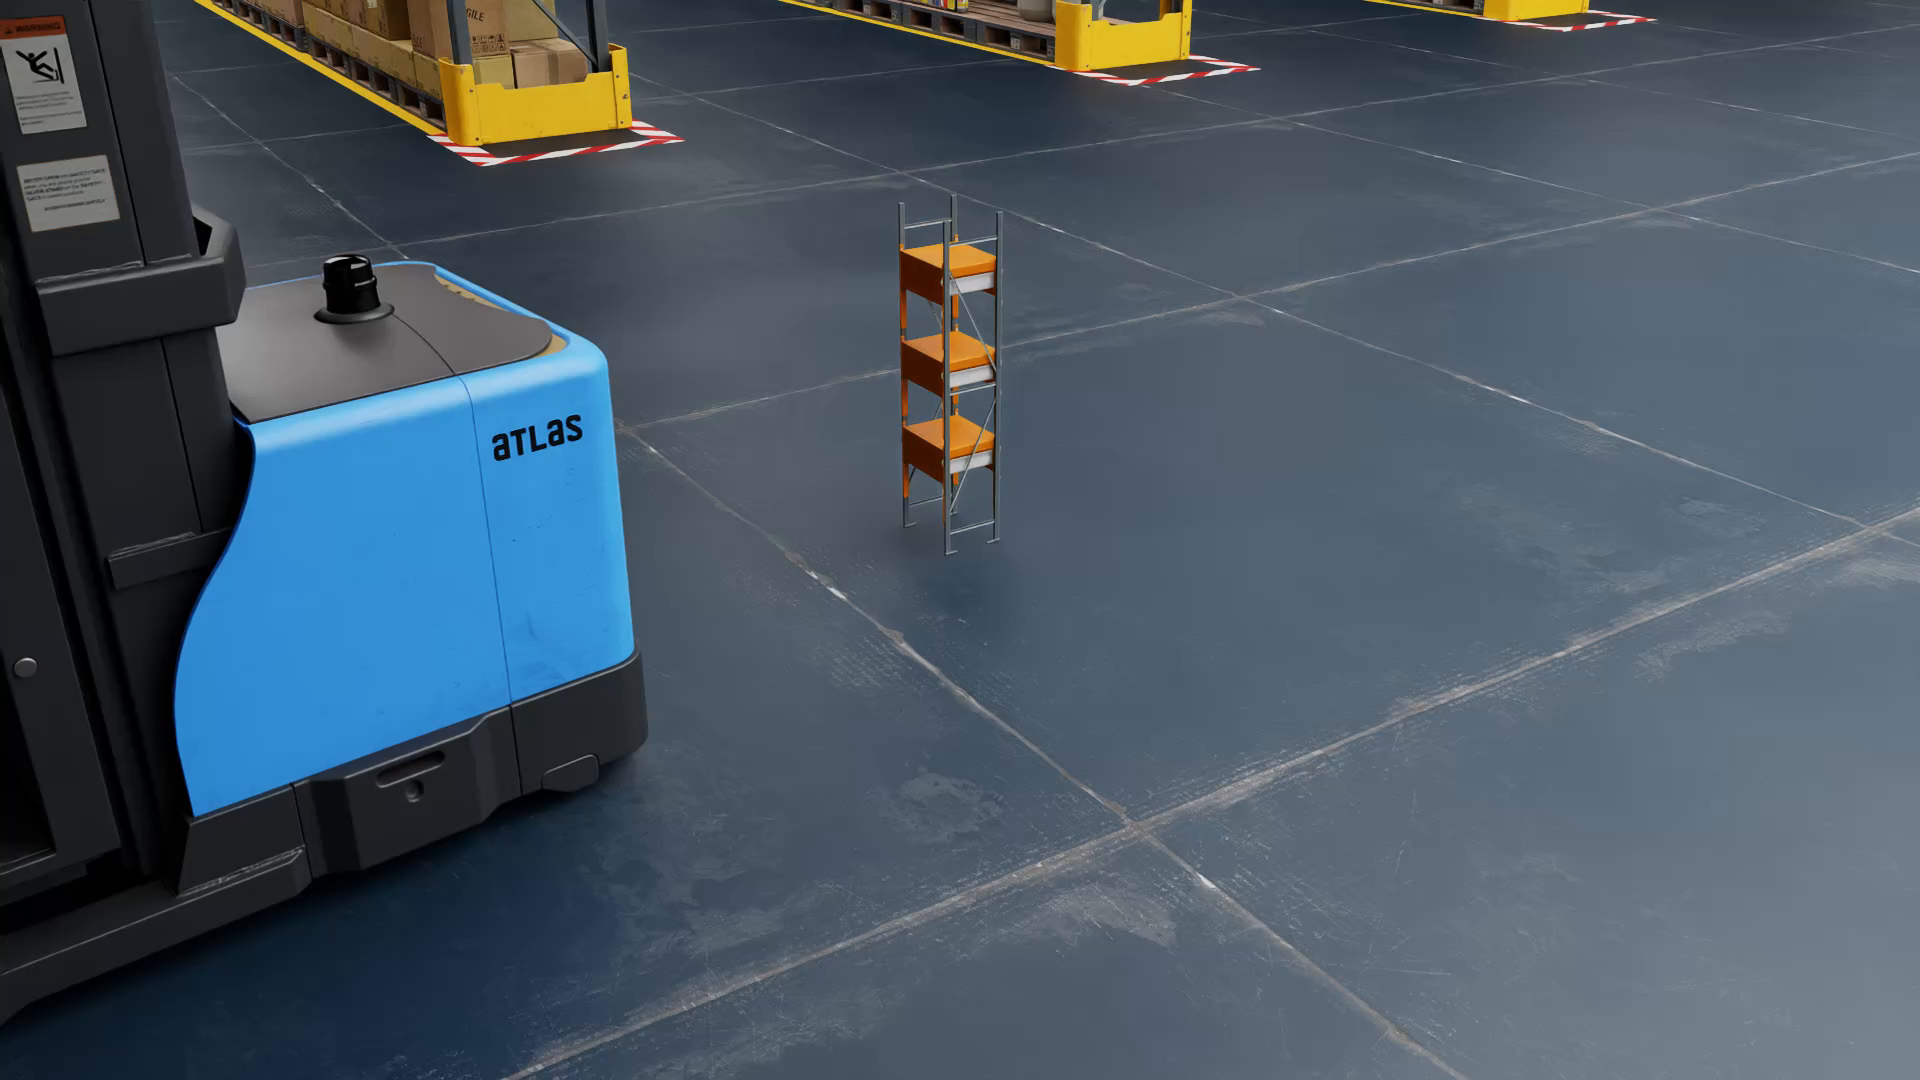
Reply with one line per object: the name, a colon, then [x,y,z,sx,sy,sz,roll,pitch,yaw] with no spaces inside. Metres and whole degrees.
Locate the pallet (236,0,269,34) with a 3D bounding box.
pallet: [-6.047,-4.906,15.395,1.003,0.211,1.213,-16,29,-30]

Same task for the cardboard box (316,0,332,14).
cardboard box: [-4.672,-4.346,12.792,0.500,0.500,0.500,-16,29,-30]

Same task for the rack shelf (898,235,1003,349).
rack shelf: [-0.029,-0.741,4.950,0.215,0.259,0.240,-16,29,-30]

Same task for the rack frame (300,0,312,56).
rack frame: [-4.942,-5.476,13.336,1.000,3.000,0.127,-16,29,-30]

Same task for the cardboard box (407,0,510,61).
cardboard box: [-3.301,-3.453,10.902,0.500,0.500,0.500,-16,29,-30]

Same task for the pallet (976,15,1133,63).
pallet: [0.874,-4.245,13.995,1.003,0.211,1.213,-16,29,-30]

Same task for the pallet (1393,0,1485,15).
pallet: [5.088,-5.417,16.479,1.003,0.211,1.213,-16,29,-30]

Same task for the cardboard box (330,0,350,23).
cardboard box: [-4.406,-4.165,12.410,0.500,0.500,0.500,-16,29,-30]

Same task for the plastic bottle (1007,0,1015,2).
plastic bottle: [0.478,-5.007,15.023,0.097,0.271,0.097,0,25,0]

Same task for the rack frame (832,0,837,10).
rack frame: [-0.790,-6.629,15.778,1.000,3.000,0.127,-16,29,-30]

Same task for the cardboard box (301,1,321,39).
cardboard box: [-4.943,-4.186,13.332,0.500,0.250,0.500,-16,29,-30]

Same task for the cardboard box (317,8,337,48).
cardboard box: [-4.675,-4.006,12.951,0.500,0.250,0.500,-16,29,-30]

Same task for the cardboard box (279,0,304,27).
cardboard box: [-5.412,-4.503,14.004,0.500,0.250,0.500,-16,30,-30]

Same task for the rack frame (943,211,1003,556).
rack frame: [0.037,-0.450,4.974,0.200,1.050,0.008,-16,29,-30]

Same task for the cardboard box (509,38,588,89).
cardboard box: [-2.865,-3.235,11.319,0.500,0.250,0.500,-16,29,-30]

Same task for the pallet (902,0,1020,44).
pallet: [0.212,-4.681,14.919,1.003,0.211,1.213,-16,29,-30]

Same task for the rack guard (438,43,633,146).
rack guard: [-2.746,-2.906,10.821,1.175,0.500,0.348,-16,29,-30]

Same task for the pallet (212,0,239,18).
pallet: [-6.709,-5.342,16.319,1.003,0.211,1.213,-16,29,-30]

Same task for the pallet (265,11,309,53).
pallet: [-5.377,-4.469,14.470,1.003,0.211,1.213,-16,29,-30]

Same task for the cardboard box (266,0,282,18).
cardboard box: [-5.686,-4.684,14.388,0.500,0.250,0.500,-16,30,-30]

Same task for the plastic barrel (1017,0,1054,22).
plastic barrel: [0.697,-4.660,14.030,0.421,0.512,0.421,0,25,0]

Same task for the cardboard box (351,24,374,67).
cardboard box: [-4.128,-3.648,12.194,0.500,0.250,0.500,-16,29,-30]

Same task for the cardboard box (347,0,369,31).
cardboard box: [-4.131,-3.987,12.032,0.500,0.500,0.500,-16,29,-30]

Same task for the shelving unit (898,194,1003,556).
shelving unit: [-0.029,-0.494,5.066,0.215,1.050,0.252,-16,29,-30]

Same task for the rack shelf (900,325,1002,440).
rack shelf: [-0.029,-0.484,5.071,0.215,0.259,0.240,-16,29,-30]

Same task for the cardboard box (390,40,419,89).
cardboard box: [-3.582,-3.291,11.436,0.500,0.250,0.500,-16,29,-30]

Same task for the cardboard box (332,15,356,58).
cardboard box: [-4.406,-3.826,12.569,0.500,0.250,0.500,-16,29,-30]

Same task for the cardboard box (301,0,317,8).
cardboard box: [-4.952,-4.523,13.167,0.500,0.500,0.500,-16,29,-30]

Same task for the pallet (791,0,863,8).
pallet: [-1.251,-5.640,16.949,1.003,0.211,1.213,-16,29,-30]

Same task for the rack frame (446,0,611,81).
rack frame: [-2.759,-4.045,10.305,1.000,3.000,0.127,-16,29,-30]

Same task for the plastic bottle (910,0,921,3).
plastic bottle: [-0.362,-5.025,14.968,0.144,0.351,0.185,-16,30,-30]

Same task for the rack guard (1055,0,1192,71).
rack guard: [1.313,-4.084,13.316,1.175,0.500,0.348,-16,29,-30]

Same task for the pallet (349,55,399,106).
pallet: [-3.873,-3.484,12.383,1.003,0.211,1.213,-16,29,-30]

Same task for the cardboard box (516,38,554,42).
cardboard box: [-3.141,-3.413,11.696,0.500,0.250,0.500,-16,29,-30]

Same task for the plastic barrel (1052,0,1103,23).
plastic barrel: [0.970,-4.481,13.650,0.421,0.512,0.421,0,25,0]

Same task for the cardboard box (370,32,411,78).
cardboard box: [-3.857,-3.469,11.814,0.500,0.250,0.500,-16,29,-30]

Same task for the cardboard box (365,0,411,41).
cardboard box: [-3.859,-3.808,11.652,0.500,0.500,0.500,-16,29,-30]

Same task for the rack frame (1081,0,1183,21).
rack frame: [1.393,-5.198,12.748,1.000,3.000,0.127,-16,29,-30]

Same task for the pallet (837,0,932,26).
pallet: [-0.458,-5.118,15.844,1.003,0.211,1.213,-16,29,-30]

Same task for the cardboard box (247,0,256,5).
cardboard box: [-6.242,-5.050,15.162,0.500,0.250,0.500,-15,29,-29]

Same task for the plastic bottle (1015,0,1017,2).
plastic bottle: [0.557,-4.975,14.942,0.061,0.283,0.133,-15,29,-29]

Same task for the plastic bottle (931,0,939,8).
plastic bottle: [-0.167,-4.866,14.720,0.152,0.276,0.135,-16,30,-31]

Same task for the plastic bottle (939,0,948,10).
plastic bottle: [-0.091,-4.817,14.615,0.152,0.276,0.135,-15,29,-29]

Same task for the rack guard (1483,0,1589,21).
rack guard: [5.502,-5.249,15.784,1.175,0.500,0.348,-16,29,-30]

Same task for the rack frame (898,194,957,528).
rack frame: [-0.096,-0.538,5.159,0.200,1.050,0.008,-16,29,-30]

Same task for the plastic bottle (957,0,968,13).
plastic bottle: [0.024,-4.686,14.426,0.097,0.201,0.097,0,25,0]

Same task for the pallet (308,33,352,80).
pallet: [-4.543,-3.921,13.308,1.003,0.211,1.213,-16,29,-30]

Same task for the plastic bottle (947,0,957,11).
plastic bottle: [-0.055,-4.761,14.488,0.061,0.283,0.133,-15,29,-28]

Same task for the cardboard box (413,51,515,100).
cardboard box: [-3.299,-3.115,11.063,0.500,0.250,0.500,-16,29,-30]

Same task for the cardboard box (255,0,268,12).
cardboard box: [-5.966,-4.867,14.776,0.500,0.250,0.500,-15,29,-28]

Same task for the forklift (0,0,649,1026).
forklift: [-2.214,-0.528,2.934,3.031,2.935,1.130,-20,32,-36]

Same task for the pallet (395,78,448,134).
pallet: [-3.211,-3.048,11.459,1.003,0.211,1.213,-16,29,-30]

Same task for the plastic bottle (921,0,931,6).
plastic bottle: [-0.261,-4.958,14.827,0.144,0.351,0.185,-14,29,-27]

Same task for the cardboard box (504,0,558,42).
cardboard box: [-3.140,-3.753,11.537,0.500,0.500,0.500,-16,29,-30]

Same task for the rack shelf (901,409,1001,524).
rack shelf: [-0.029,-0.233,5.190,0.215,0.259,0.240,-16,29,-30]
